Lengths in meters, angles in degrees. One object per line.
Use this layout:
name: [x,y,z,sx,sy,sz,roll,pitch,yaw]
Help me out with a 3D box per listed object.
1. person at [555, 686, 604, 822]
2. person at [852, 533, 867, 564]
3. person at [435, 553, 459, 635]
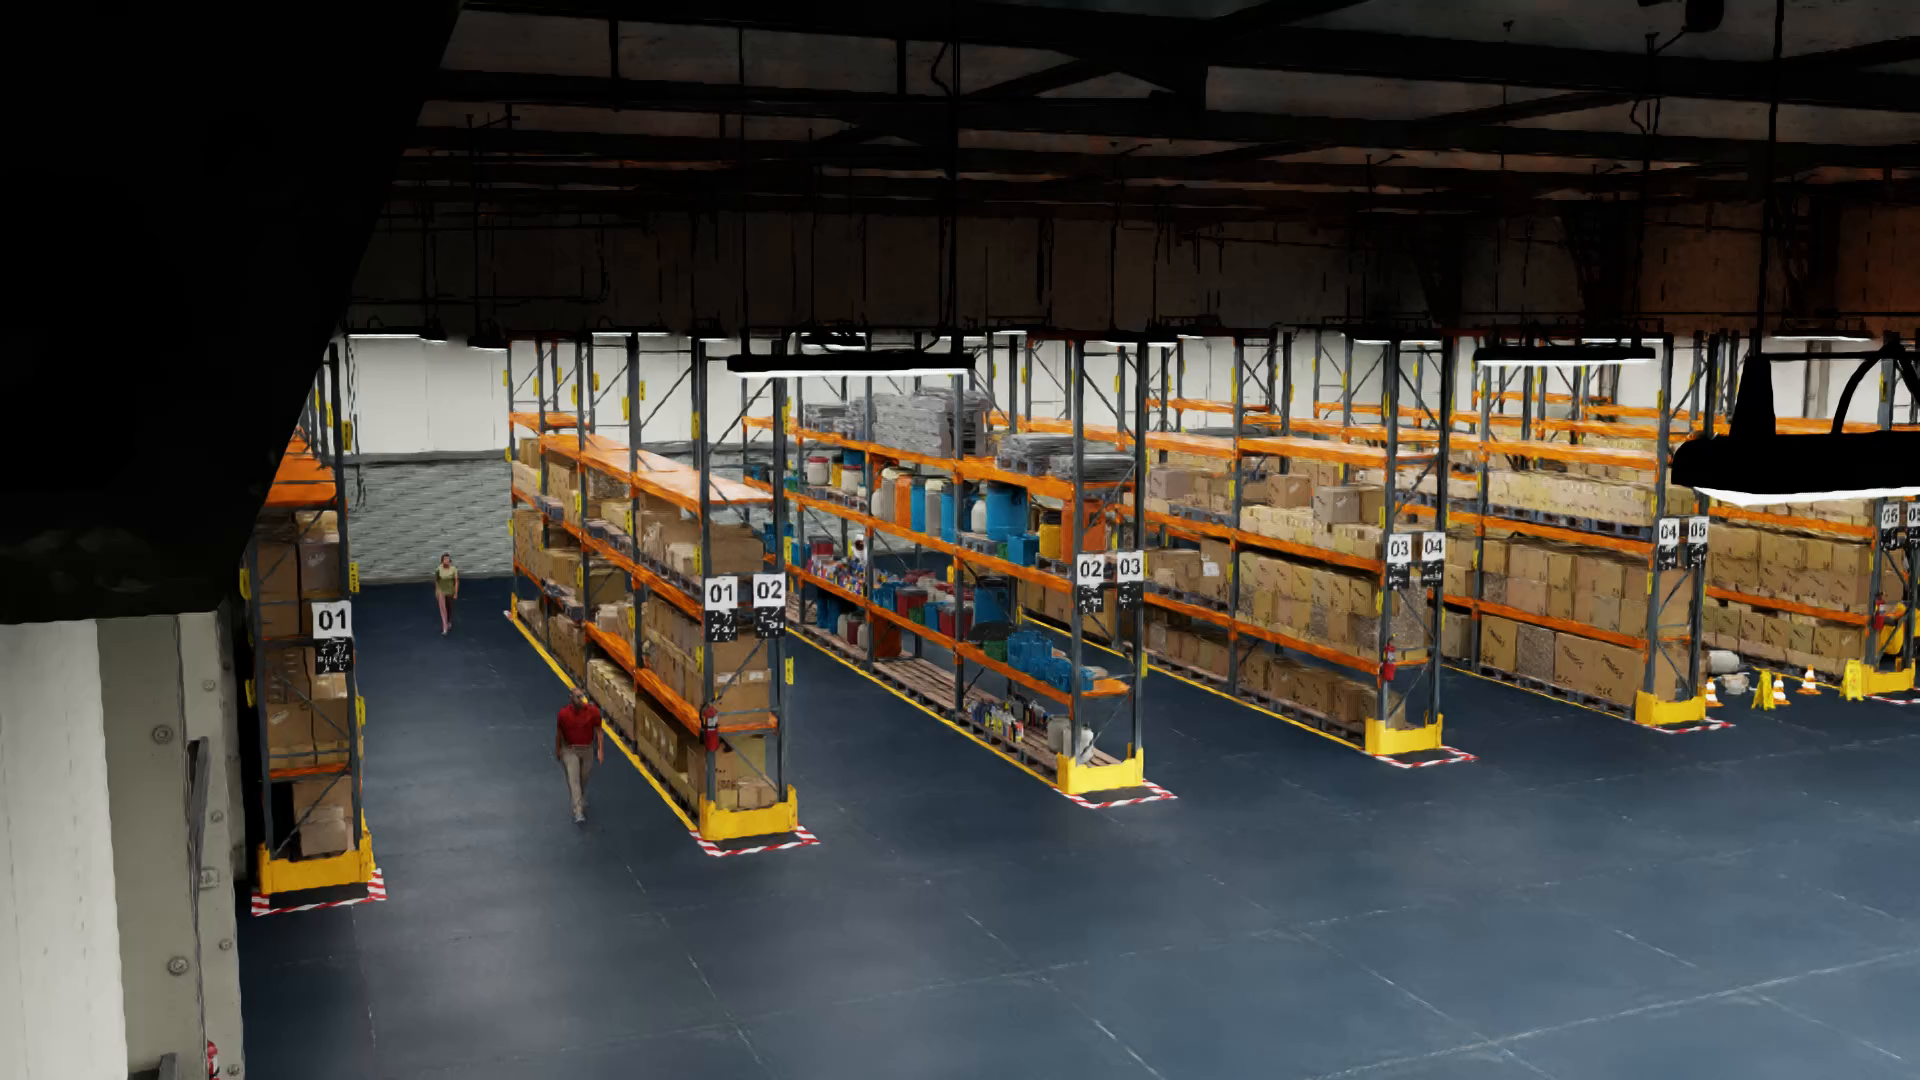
person: [-4.792,2.653,21.008,0.557,1.669,1.040,-3,8,-24]
person: [-2.124,0.715,34.966,0.554,1.724,1.029,-5,9,-30]
person: [-10.192,1.035,33.073,0.446,1.591,1.110,-4,9,-25]
